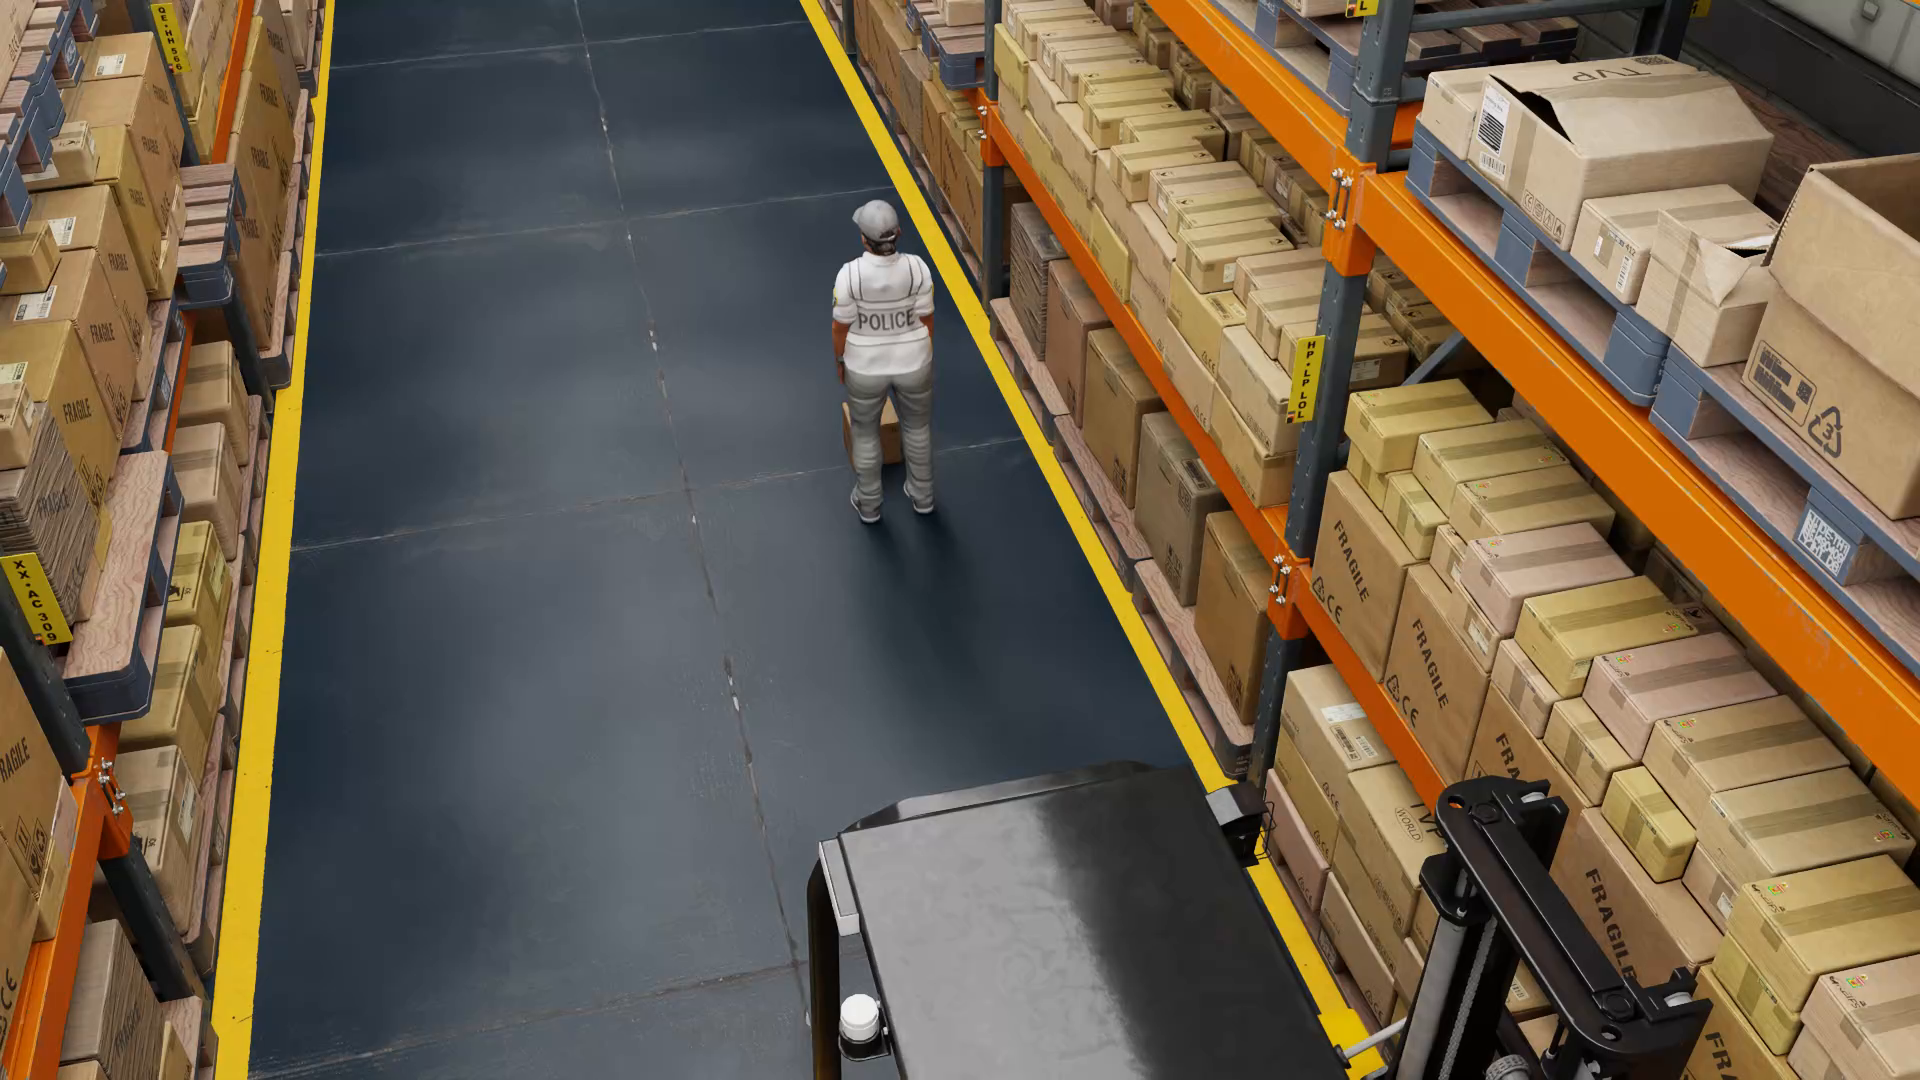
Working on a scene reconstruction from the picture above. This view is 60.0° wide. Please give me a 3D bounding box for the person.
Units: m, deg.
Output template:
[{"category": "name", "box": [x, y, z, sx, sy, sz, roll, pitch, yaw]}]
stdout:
[{"category": "person", "box": [-0.358, -0.820, 7.750, 0.471, 1.667, 0.390, -8, 39, -10]}]
